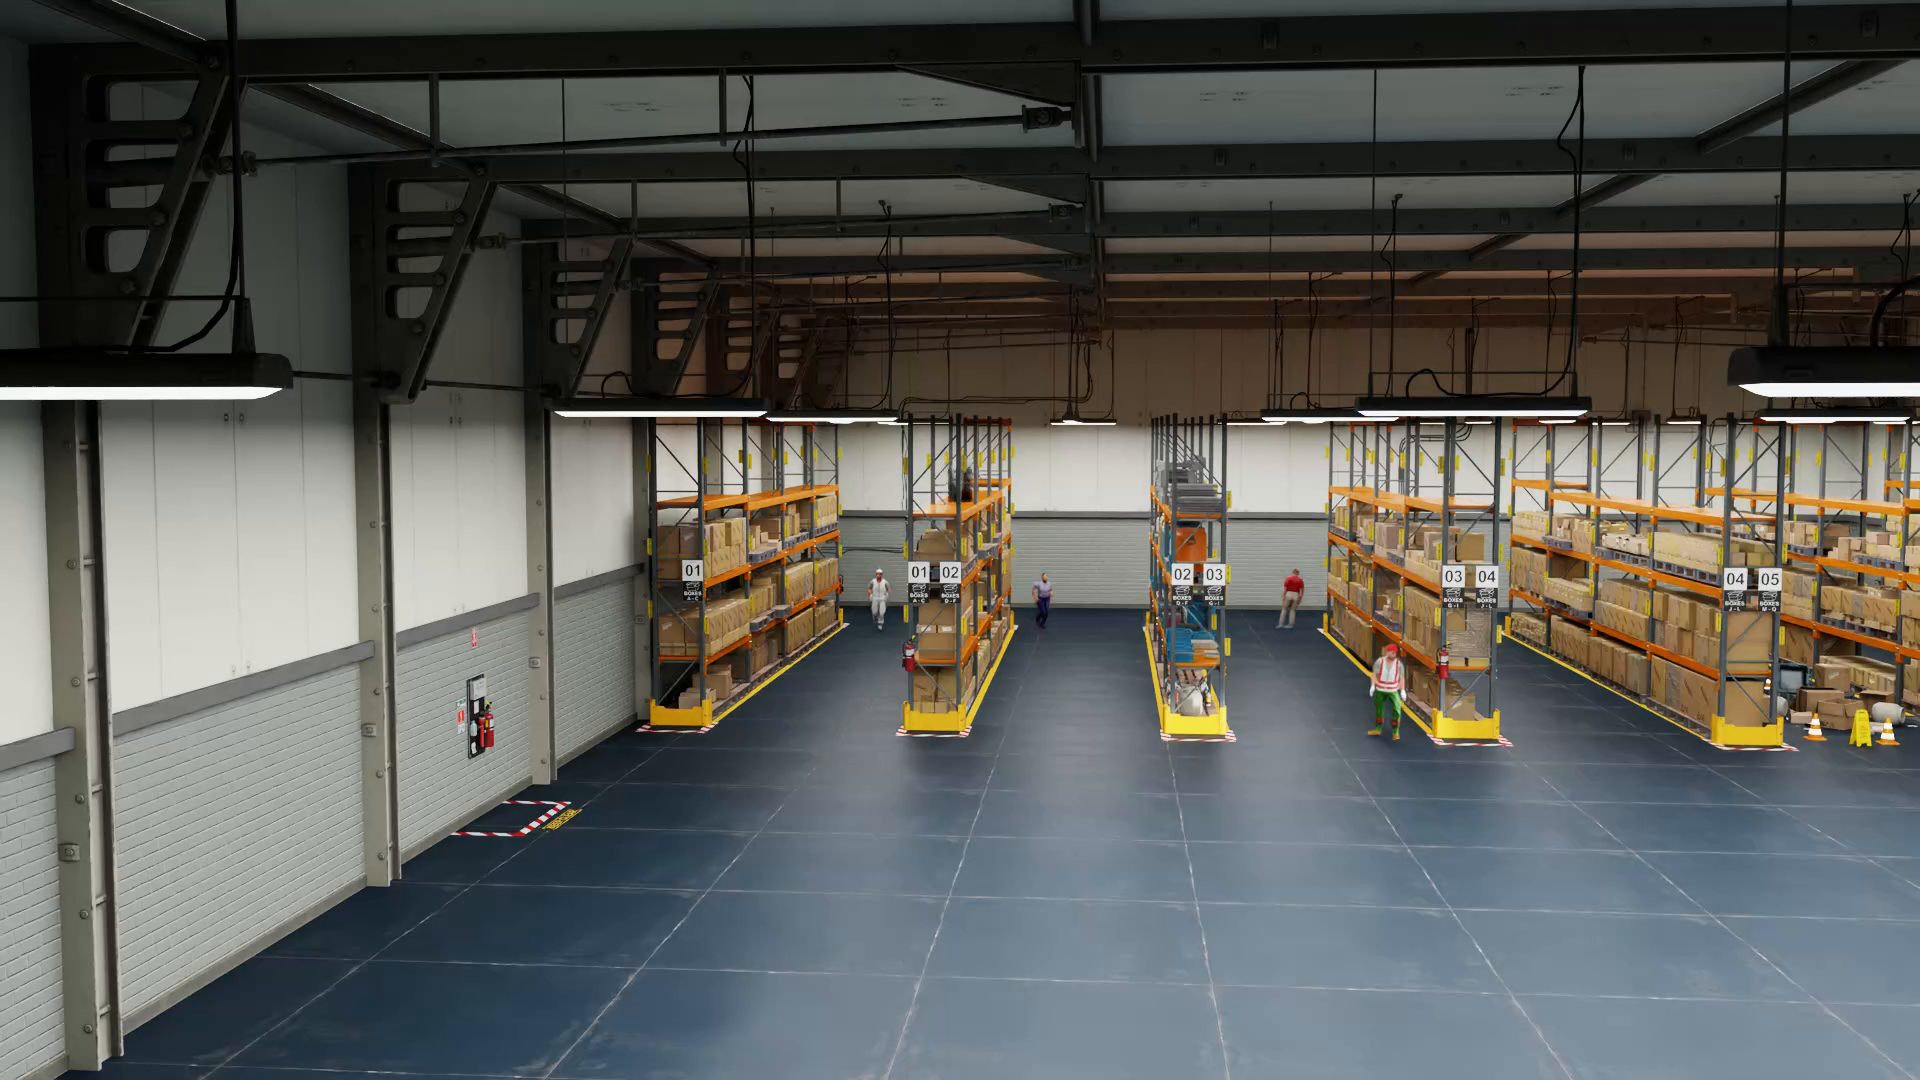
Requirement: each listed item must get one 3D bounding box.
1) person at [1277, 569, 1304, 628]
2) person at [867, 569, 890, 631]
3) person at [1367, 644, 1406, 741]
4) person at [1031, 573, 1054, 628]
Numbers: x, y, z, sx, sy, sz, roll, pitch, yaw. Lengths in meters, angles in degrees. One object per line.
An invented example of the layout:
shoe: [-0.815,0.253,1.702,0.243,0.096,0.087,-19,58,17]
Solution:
person: [9.471,1.694,47.622,0.714,1.759,0.453,0,4,1]
person: [-2.281,1.703,46.764,0.649,1.743,0.569,0,4,-2]
person: [7.859,2.785,30.639,0.711,1.780,0.602,1,4,20]
person: [2.377,1.740,47.464,0.606,1.593,0.637,-2,4,-23]
